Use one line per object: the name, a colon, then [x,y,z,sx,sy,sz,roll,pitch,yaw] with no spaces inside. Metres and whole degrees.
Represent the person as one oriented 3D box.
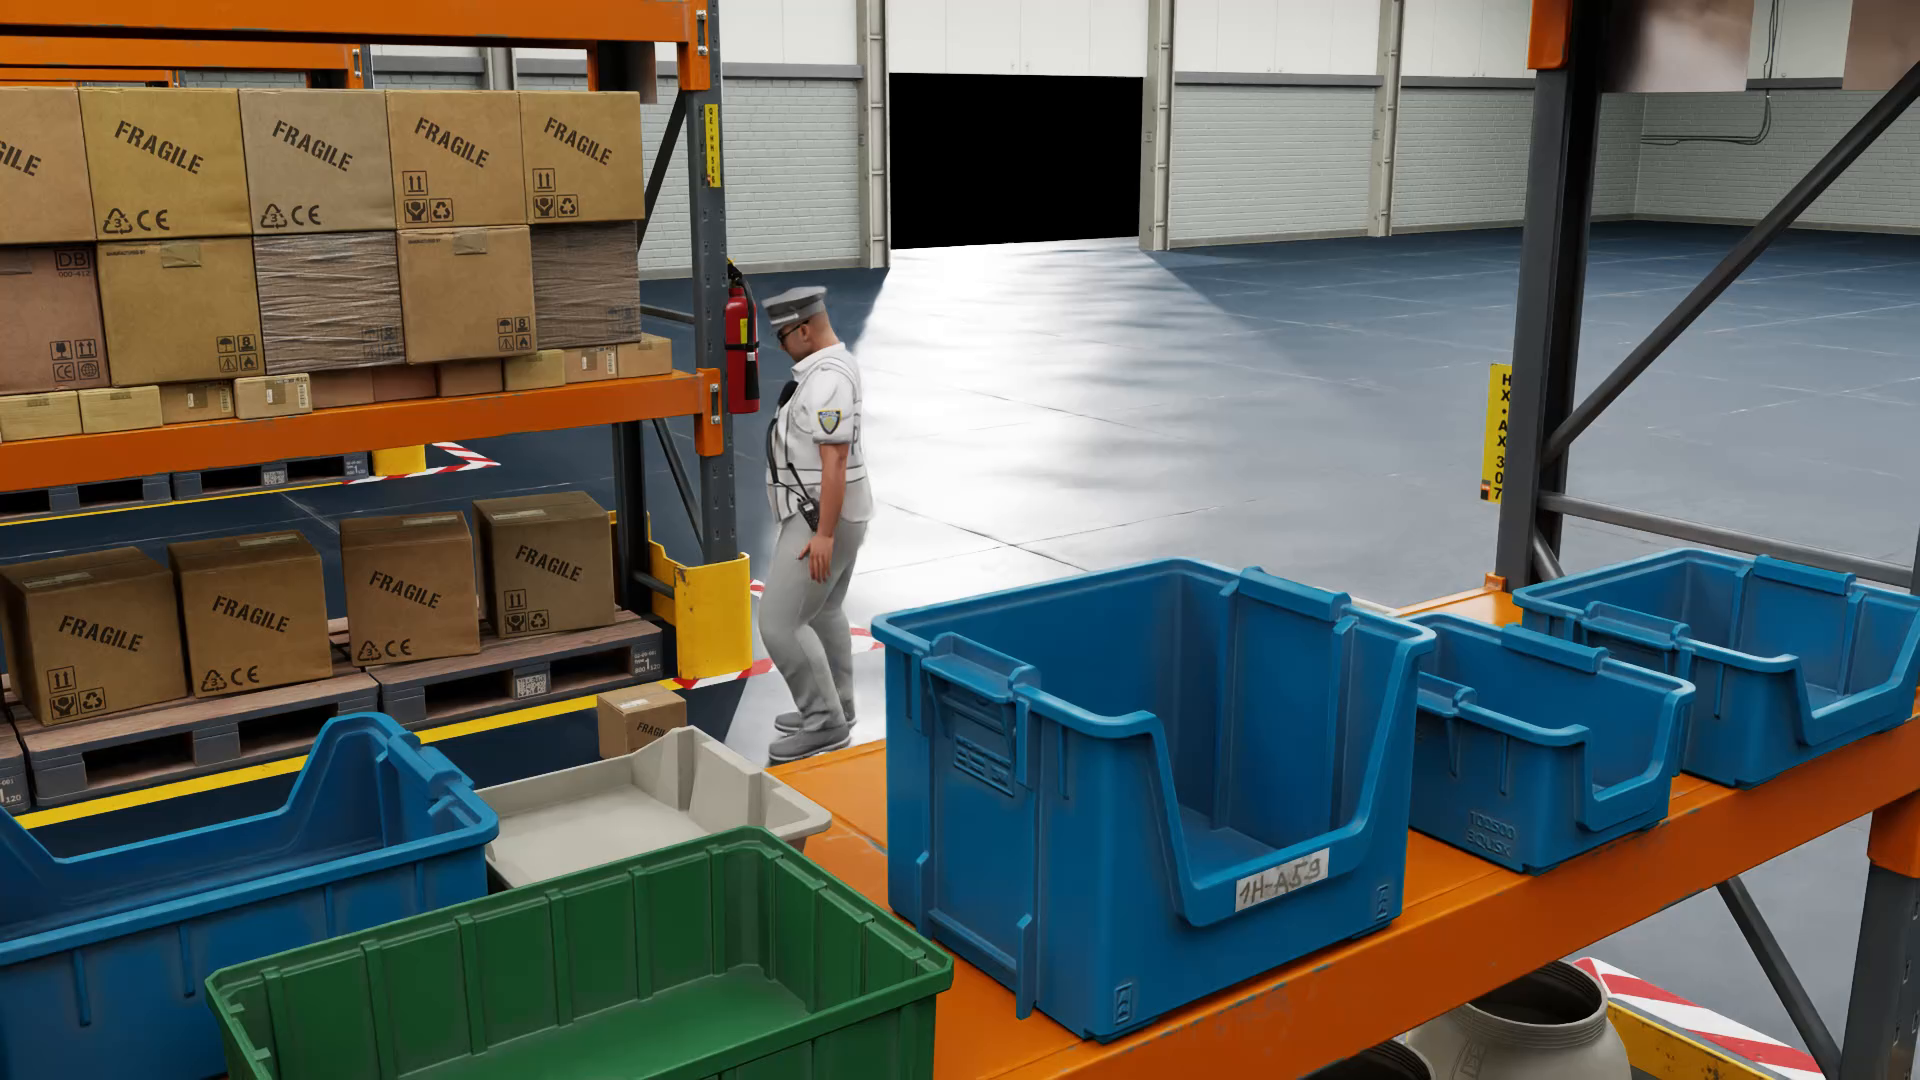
person: [-0.528,-0.055,6.145,0.425,1.742,0.606,-1,14,-2]
